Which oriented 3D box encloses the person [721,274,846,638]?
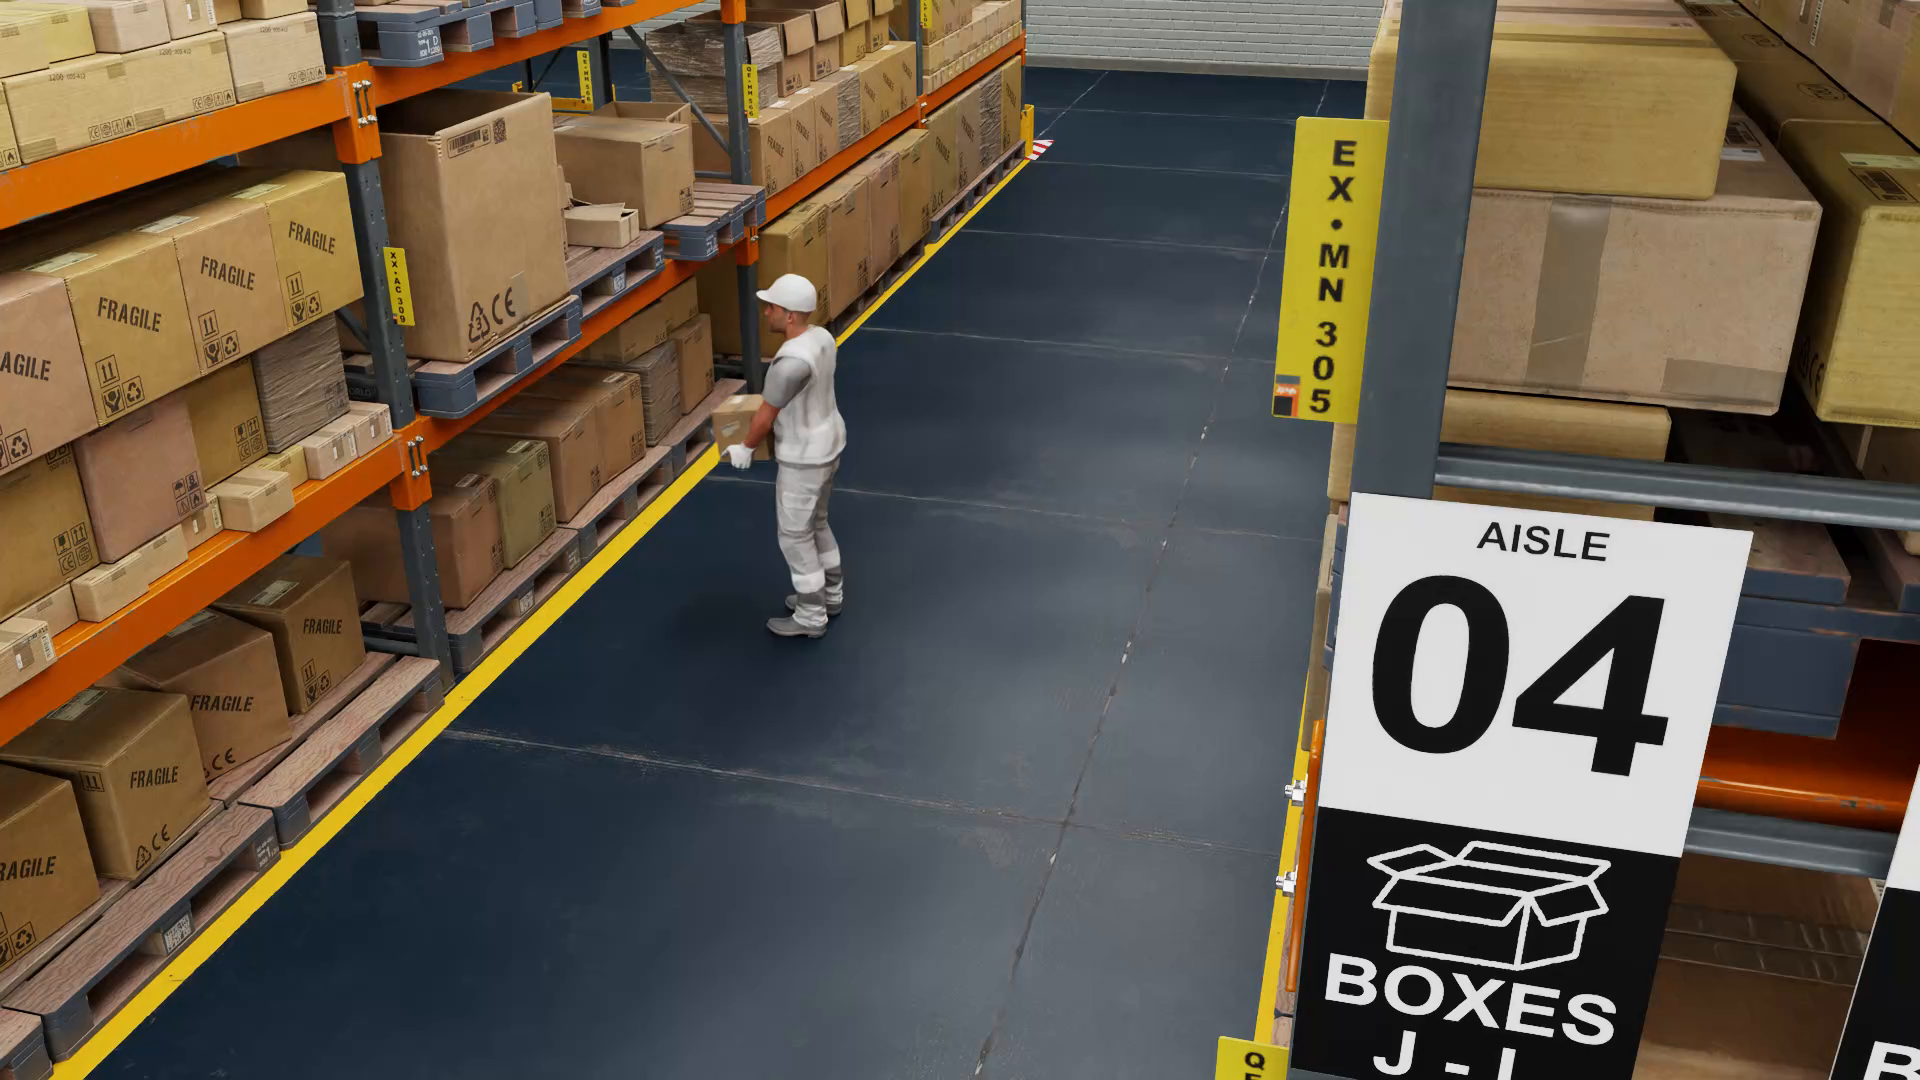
[{"bbox_3d":[-0.835,-0.404,7.946,0.558,1.784,0.495,6,26,12],"label":"person"}]
